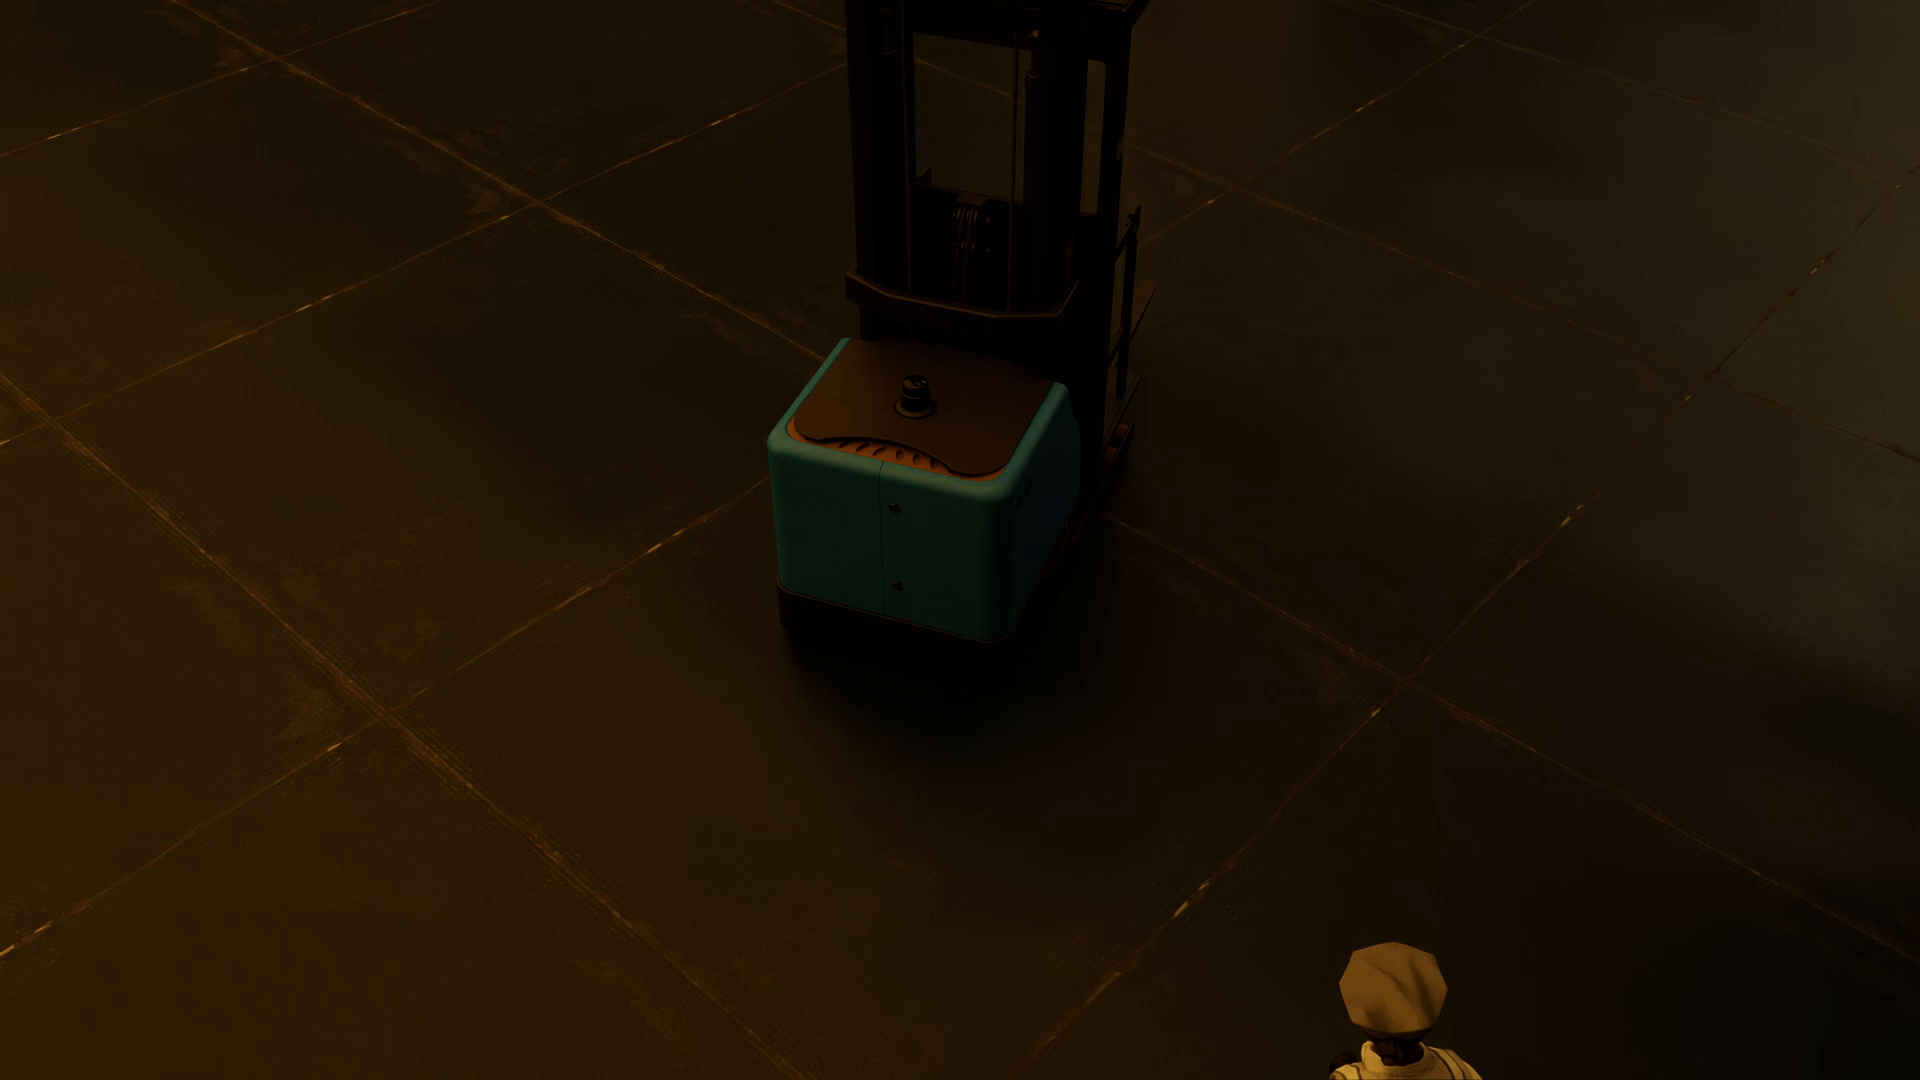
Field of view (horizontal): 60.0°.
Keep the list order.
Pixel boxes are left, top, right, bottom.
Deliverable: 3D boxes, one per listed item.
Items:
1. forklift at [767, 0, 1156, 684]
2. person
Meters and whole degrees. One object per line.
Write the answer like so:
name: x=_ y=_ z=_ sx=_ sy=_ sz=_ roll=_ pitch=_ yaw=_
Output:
forklift: x=0.211 y=-1.484 z=7.158 sx=1.130 sy=2.935 sz=3.031 roll=14 pitch=42 yaw=15
person: x=1.057 y=1.730 z=4.398 sx=0.626 sy=1.659 sz=0.451 roll=-7 pitch=41 yaw=-8
